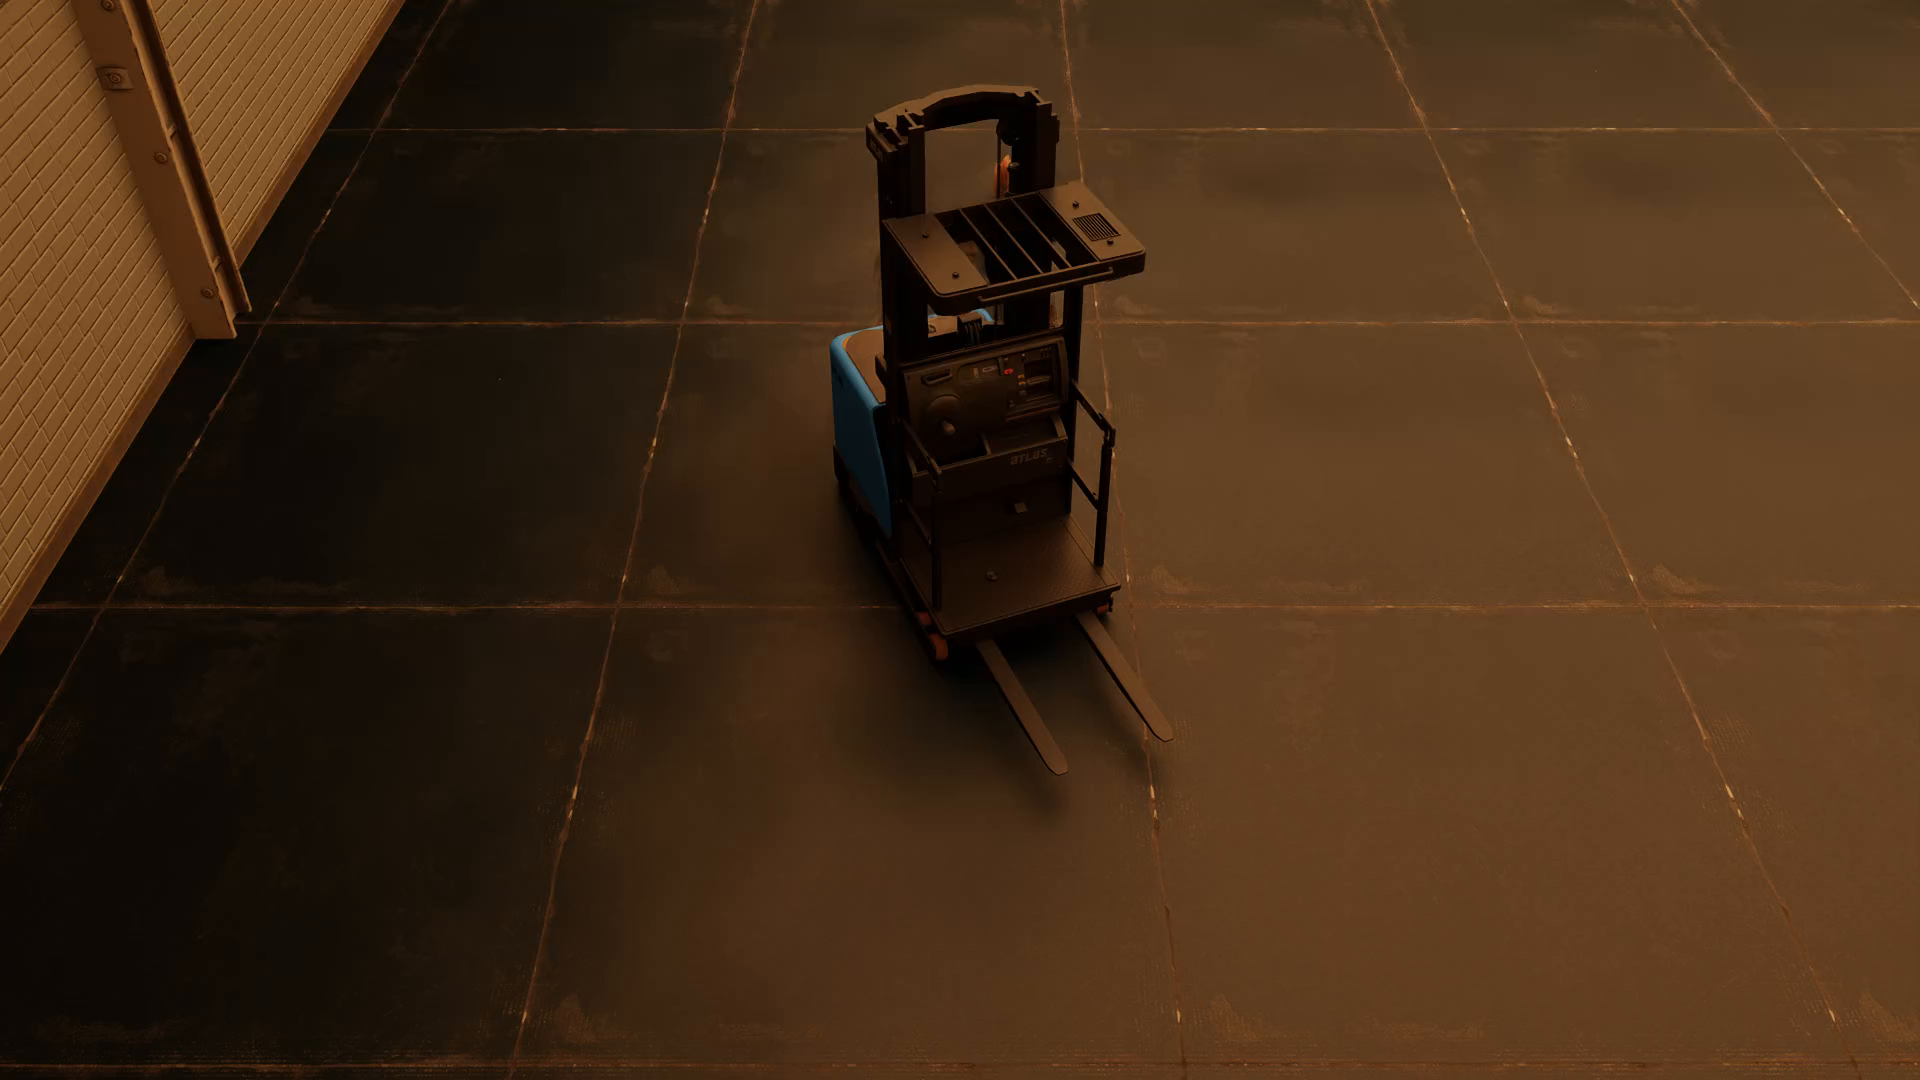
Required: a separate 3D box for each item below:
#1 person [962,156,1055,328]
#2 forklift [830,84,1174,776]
[{"bbox_3d":[0.365,-1.801,11.012,0.595,1.641,0.780,16,43,17],"label":"person"},{"bbox_3d":[0.230,-0.743,8.782,1.130,2.935,3.031,-15,43,-17],"label":"forklift"}]
